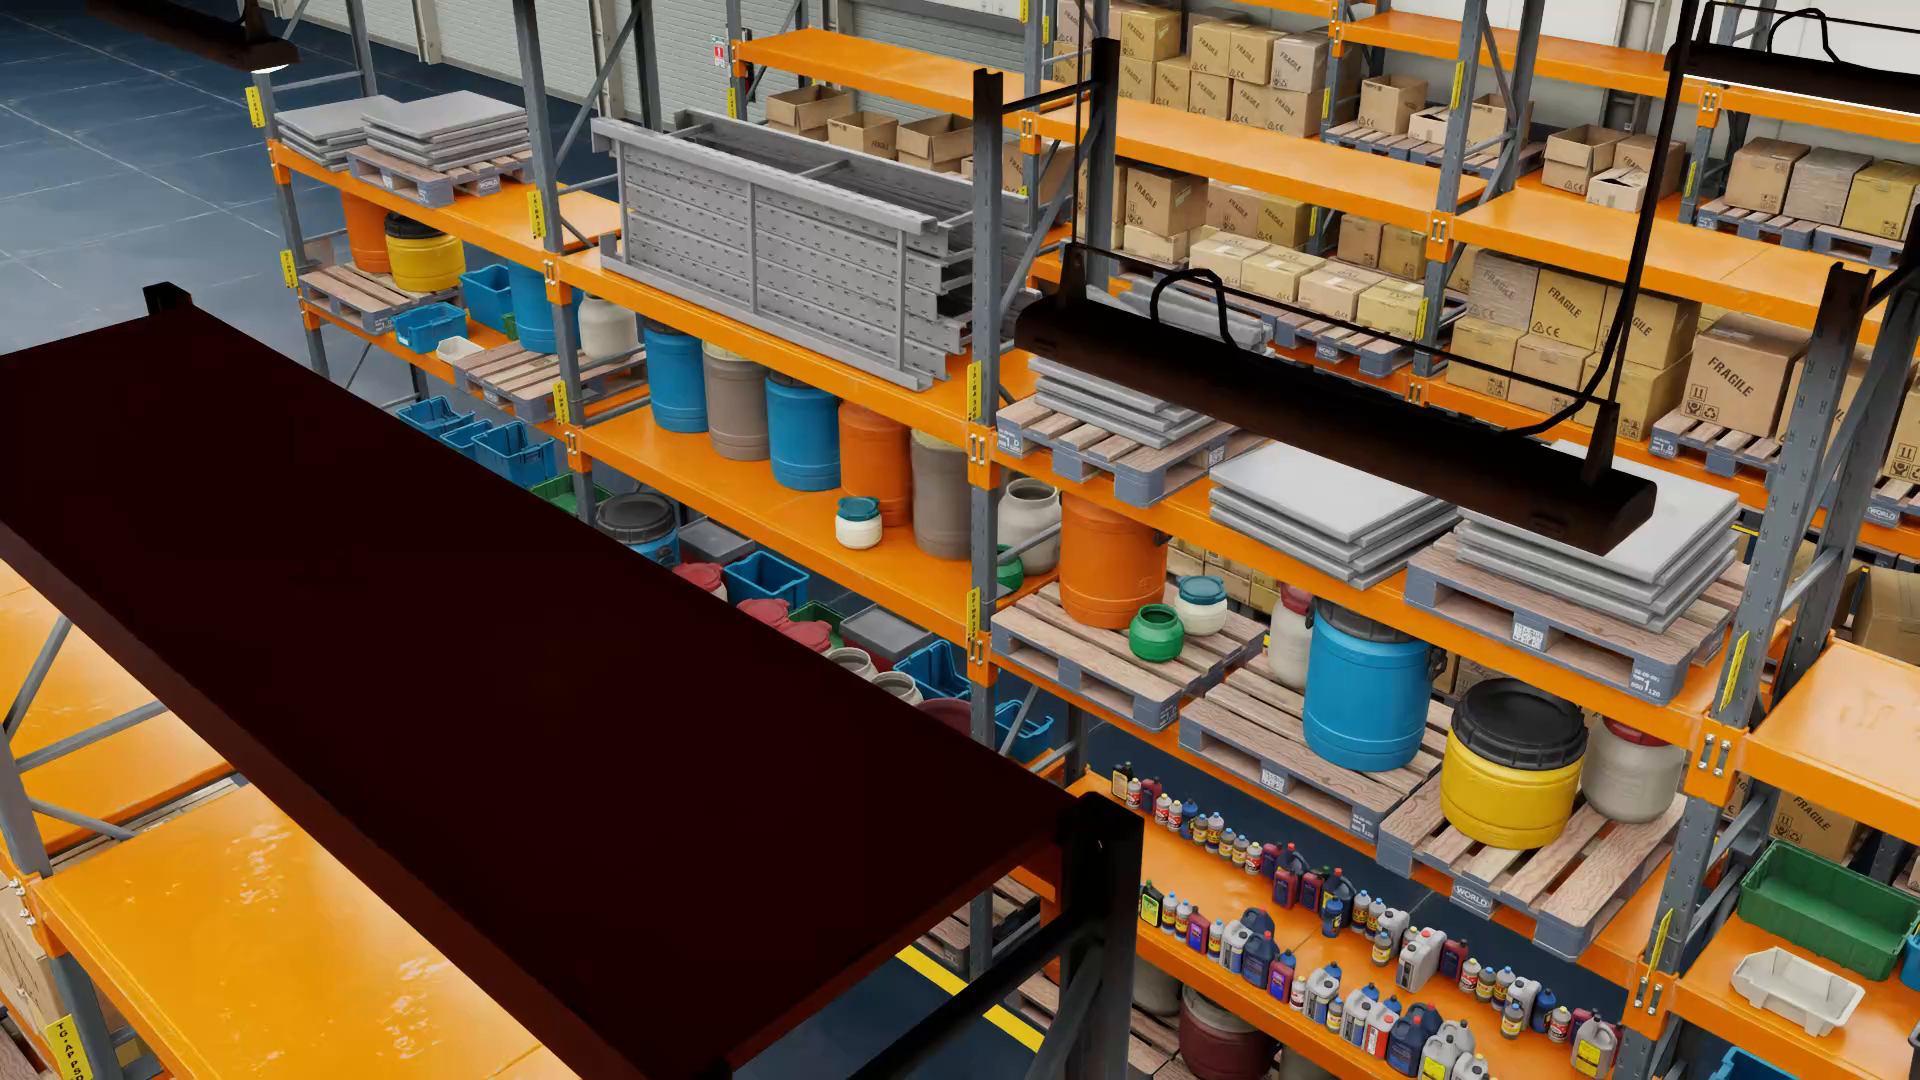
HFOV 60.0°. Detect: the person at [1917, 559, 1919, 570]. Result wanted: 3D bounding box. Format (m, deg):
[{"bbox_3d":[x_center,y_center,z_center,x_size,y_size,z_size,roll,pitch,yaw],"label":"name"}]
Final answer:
[{"bbox_3d":[7.423,0.798,13.123,0.503,1.679,0.490,-12,31,-20],"label":"person"}]
